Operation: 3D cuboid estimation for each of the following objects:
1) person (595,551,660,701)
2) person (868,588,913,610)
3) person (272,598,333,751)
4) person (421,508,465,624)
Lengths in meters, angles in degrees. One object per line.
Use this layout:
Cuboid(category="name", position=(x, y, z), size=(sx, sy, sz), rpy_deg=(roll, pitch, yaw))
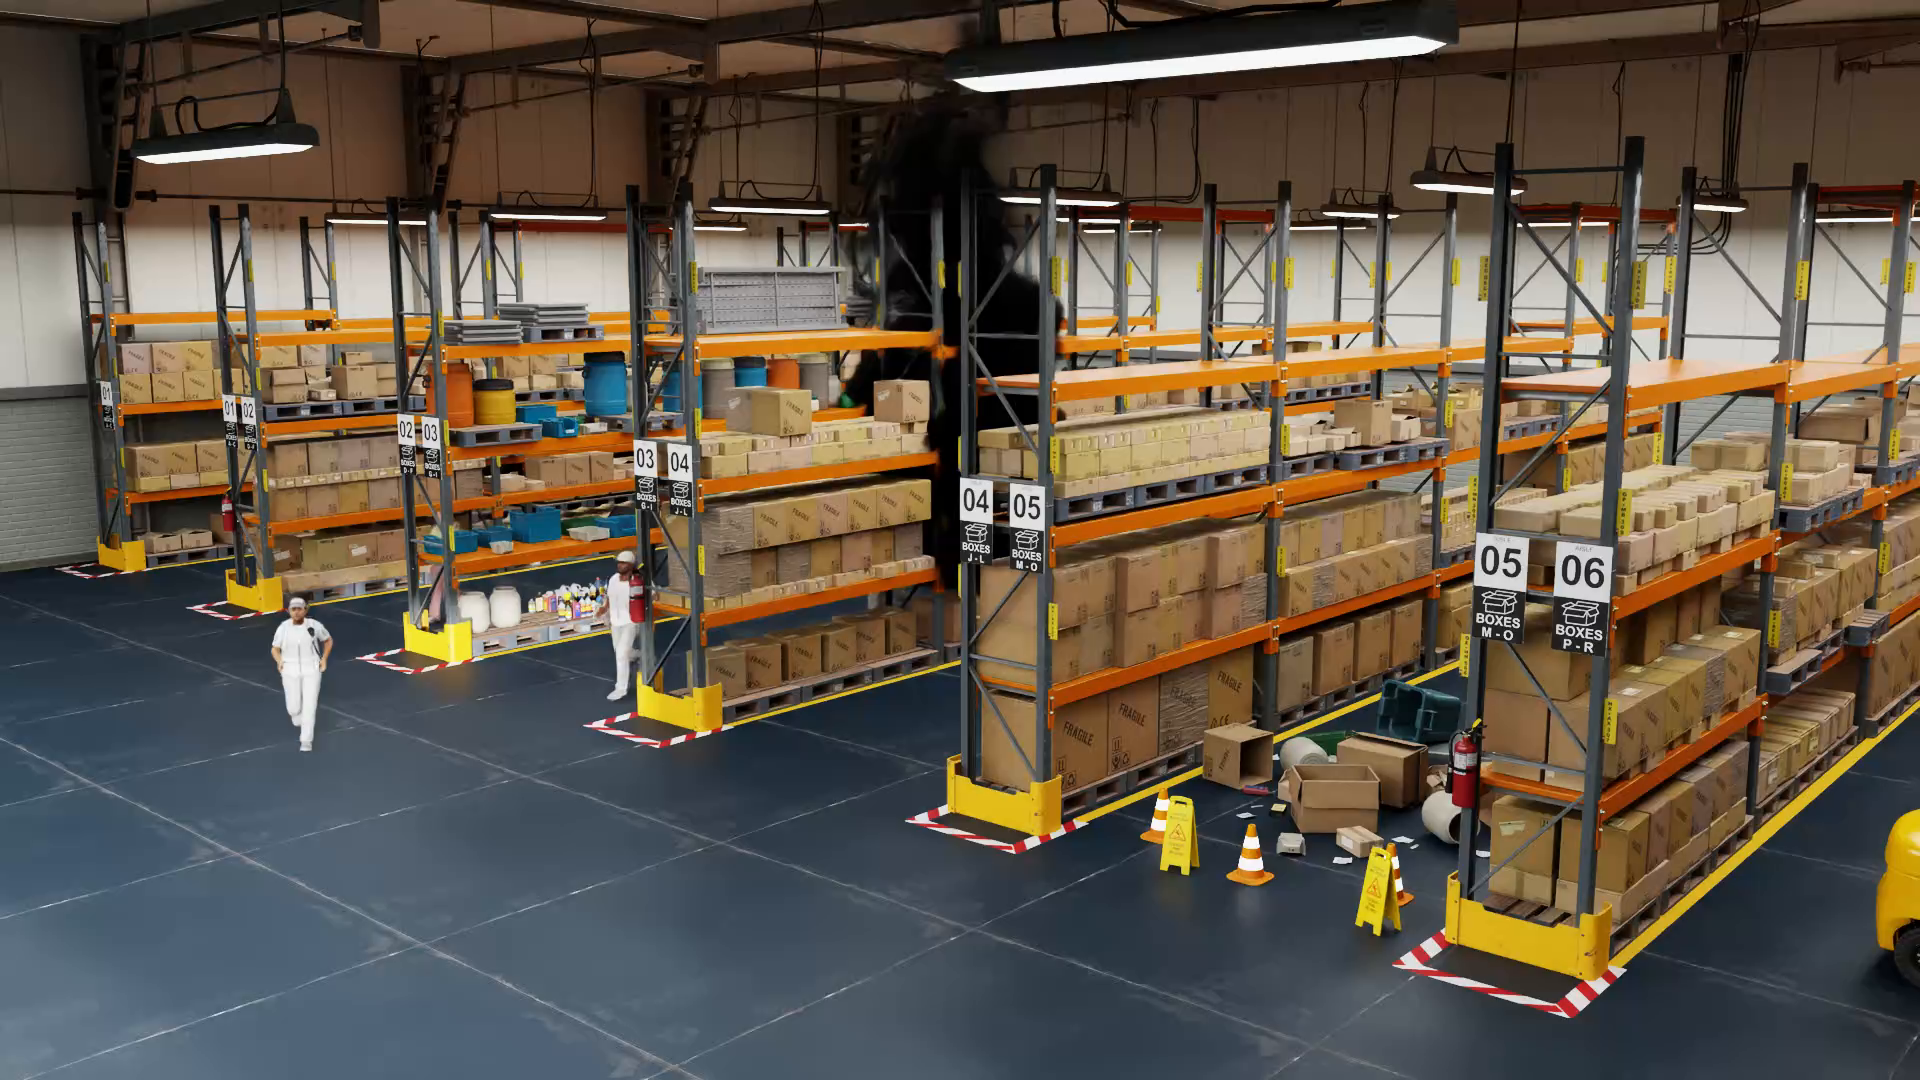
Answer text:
Cuboid(category="person", position=(-3.985, 0.999, 20.042), size=(0.699, 1.757, 0.840), rpy_deg=(6, 11, 31))
Cuboid(category="person", position=(-1.039, 0.367, 23.531), size=(0.661, 1.773, 0.984), rpy_deg=(8, 12, 39))
Cuboid(category="person", position=(-7.070, 1.421, 17.911), size=(0.621, 1.624, 0.769), rpy_deg=(-3, 10, -17))
Cuboid(category="person", position=(-7.515, 0.353, 24.156), size=(0.589, 1.641, 0.866), rpy_deg=(6, 11, 33))
